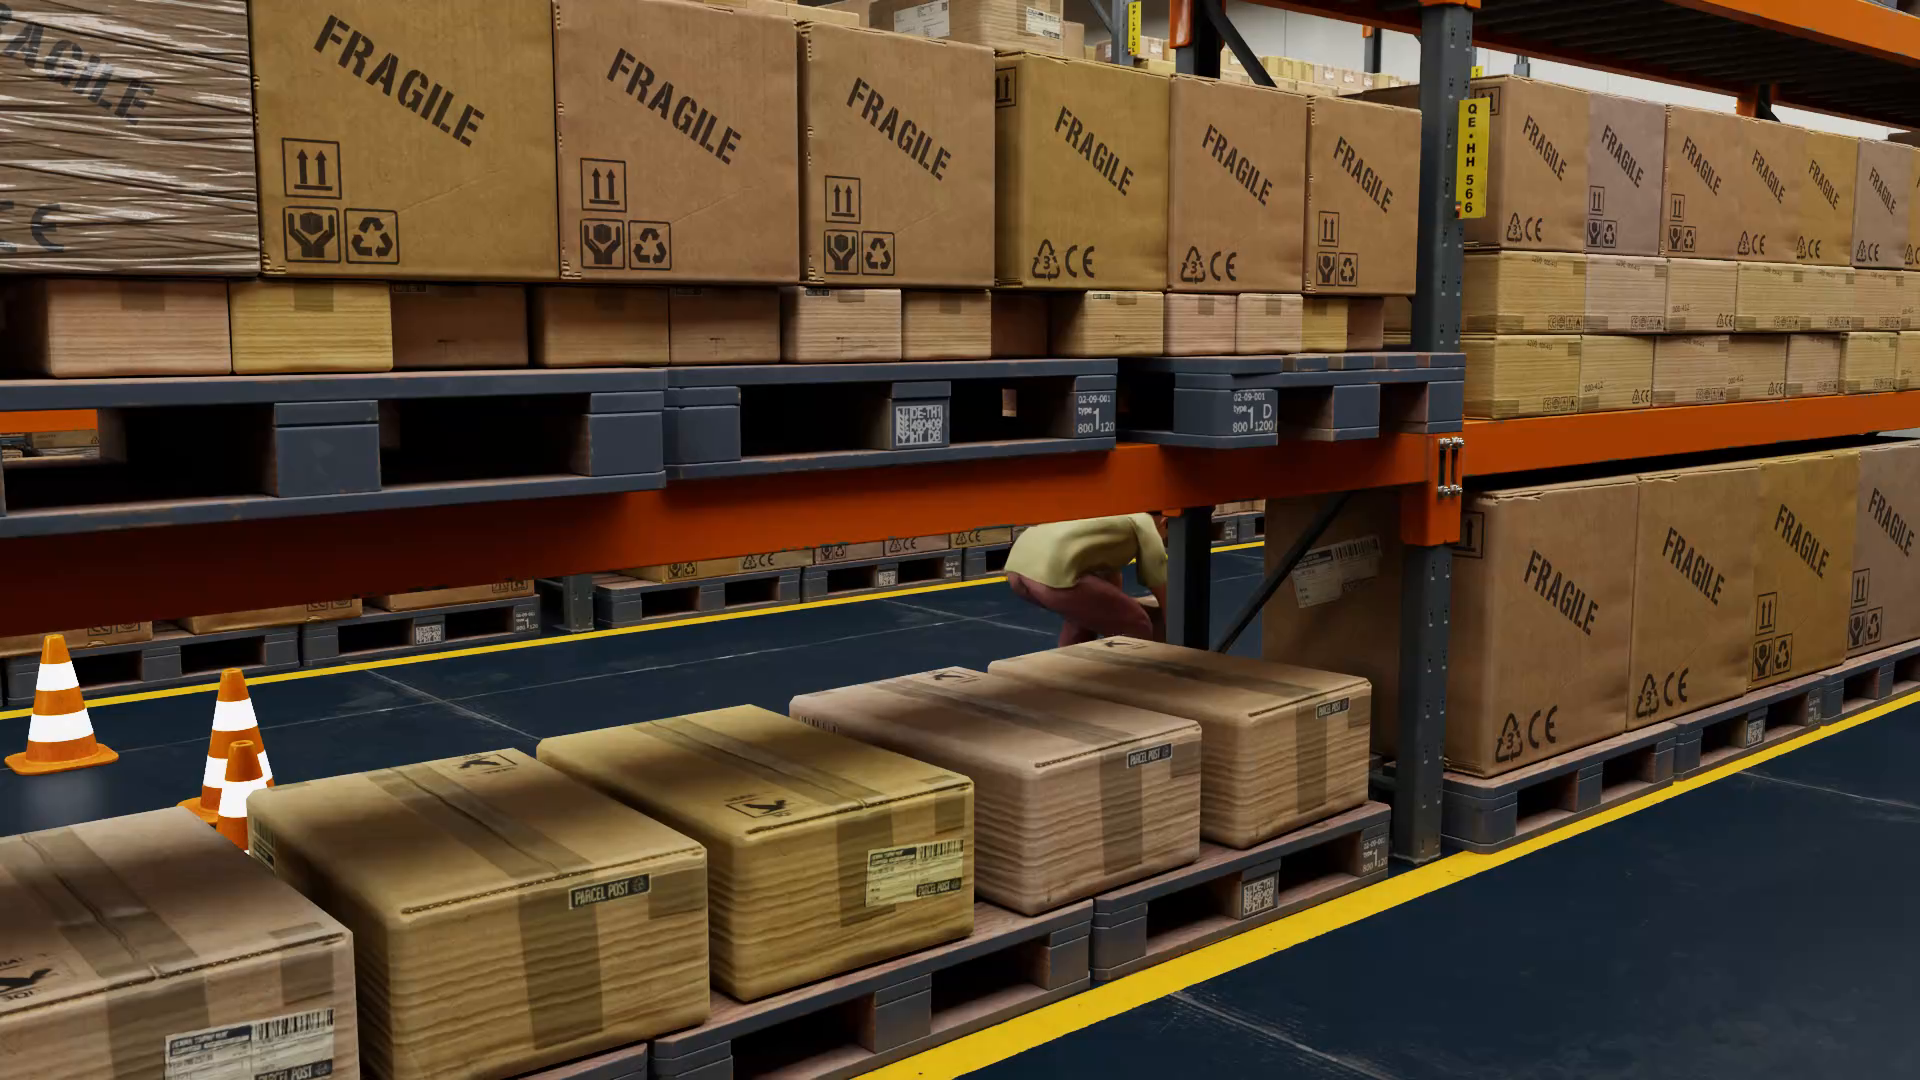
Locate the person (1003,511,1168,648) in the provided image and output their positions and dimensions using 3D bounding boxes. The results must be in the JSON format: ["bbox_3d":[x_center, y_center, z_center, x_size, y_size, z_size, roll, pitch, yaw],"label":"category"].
[{"bbox_3d":[0.575,0.283,6.657,0.854,0.890,0.462,-5,9,-33],"label":"person"}]
